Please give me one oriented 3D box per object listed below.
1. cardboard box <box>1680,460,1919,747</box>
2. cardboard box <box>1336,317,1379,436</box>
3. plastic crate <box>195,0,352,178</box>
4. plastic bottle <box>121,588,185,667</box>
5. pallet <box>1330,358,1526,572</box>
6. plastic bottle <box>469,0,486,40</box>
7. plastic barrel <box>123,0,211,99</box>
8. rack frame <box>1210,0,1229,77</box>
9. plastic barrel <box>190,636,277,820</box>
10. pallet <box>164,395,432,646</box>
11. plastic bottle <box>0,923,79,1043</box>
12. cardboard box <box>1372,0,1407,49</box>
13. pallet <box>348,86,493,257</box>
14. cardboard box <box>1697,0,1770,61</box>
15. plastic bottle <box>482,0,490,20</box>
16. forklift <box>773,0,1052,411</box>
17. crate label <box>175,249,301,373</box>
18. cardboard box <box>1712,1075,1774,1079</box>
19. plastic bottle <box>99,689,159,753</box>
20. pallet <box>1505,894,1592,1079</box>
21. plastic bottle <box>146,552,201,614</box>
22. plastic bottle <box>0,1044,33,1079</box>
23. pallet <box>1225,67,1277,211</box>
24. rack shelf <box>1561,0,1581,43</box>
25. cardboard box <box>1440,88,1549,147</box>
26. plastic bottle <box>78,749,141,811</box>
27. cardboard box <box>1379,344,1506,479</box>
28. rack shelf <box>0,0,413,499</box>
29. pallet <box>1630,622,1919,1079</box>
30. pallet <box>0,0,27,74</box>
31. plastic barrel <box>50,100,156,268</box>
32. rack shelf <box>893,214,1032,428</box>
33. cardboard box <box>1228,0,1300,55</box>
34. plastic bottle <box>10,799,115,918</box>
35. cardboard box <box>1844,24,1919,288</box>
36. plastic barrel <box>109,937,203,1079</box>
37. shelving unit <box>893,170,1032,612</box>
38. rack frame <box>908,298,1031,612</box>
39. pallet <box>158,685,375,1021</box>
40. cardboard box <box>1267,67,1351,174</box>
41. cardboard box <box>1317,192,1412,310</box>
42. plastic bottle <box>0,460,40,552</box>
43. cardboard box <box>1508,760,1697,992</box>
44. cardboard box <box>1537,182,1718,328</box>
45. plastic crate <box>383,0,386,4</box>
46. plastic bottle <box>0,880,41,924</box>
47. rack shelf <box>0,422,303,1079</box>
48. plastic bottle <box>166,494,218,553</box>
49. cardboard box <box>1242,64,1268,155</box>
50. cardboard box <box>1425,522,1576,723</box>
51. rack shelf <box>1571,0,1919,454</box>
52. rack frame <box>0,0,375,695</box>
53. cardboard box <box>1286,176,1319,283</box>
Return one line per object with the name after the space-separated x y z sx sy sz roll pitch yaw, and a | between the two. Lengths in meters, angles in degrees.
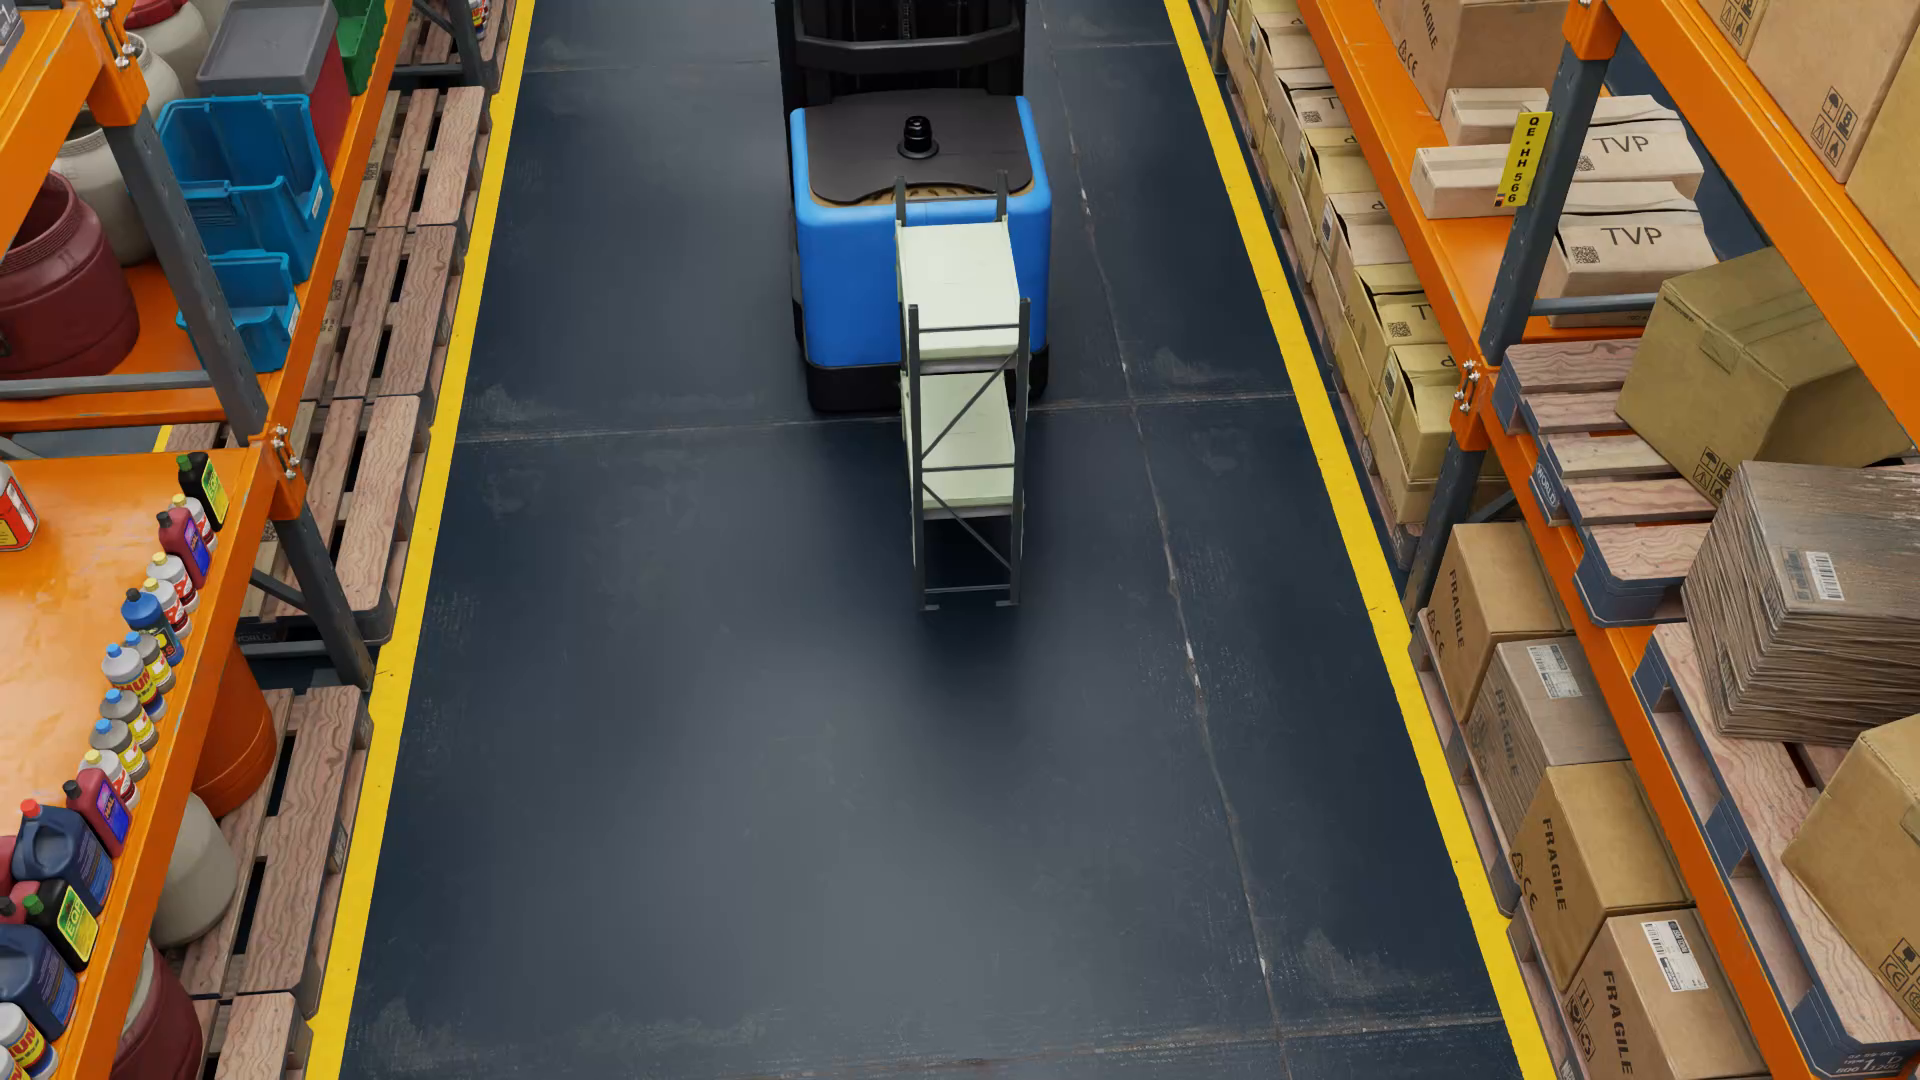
2.282 0.174 4.162 0.700 0.500 0.500 4 47 4 | cardboard box
1.897 -0.707 6.958 0.500 0.250 0.500 -4 47 -4 | cardboard box
-2.536 -1.681 6.232 0.402 0.464 0.583 -3 47 -3 | plastic crate
-2.219 0.232 4.553 0.097 0.271 0.097 0 47 0 | plastic bottle
2.201 -0.409 6.992 1.003 0.211 1.213 -3 47 -3 | pallet
-2.630 -2.836 8.946 0.097 0.271 0.097 0 47 0 | plastic bottle
-3.081 -1.863 6.355 0.433 0.535 0.433 0 47 0 | plastic barrel
1.896 -3.664 8.154 1.000 3.000 0.127 -3 47 -3 | rack frame
-2.647 0.483 5.432 0.600 0.830 0.708 -3 47 -3 | plastic barrel
-2.731 -0.075 6.676 1.003 0.211 1.213 -3 47 -3 | pallet
-2.152 0.987 3.783 0.144 0.351 0.185 -3 47 -3 | plastic bottle
2.030 -2.398 6.886 0.500 0.500 0.500 -3 47 -3 | cardboard box
-2.936 -1.841 8.348 1.003 0.211 1.213 -3 47 -3 | pallet
2.301 -1.522 3.991 0.910 0.500 0.500 -3 47 -3 | cardboard box
-2.647 -2.959 9.111 0.097 0.201 0.097 0 47 0 | plastic bottle
-0.284 -2.639 7.230 1.130 2.935 3.031 -4 47 -4 | forklift
-2.367 -0.741 5.502 0.303 0.233 0.416 -3 47 -3 | crate label
2.164 1.772 4.425 0.500 0.500 0.500 -3 47 -3 | cardboard box
-2.195 0.467 4.378 0.097 0.201 0.097 0 47 0 | plastic bottle
2.355 1.612 5.078 1.003 0.211 1.213 -3 47 -3 | pallet
-2.235 0.115 4.712 0.097 0.201 0.097 0 47 0 | plastic bottle
-2.109 1.186 3.650 0.097 0.271 0.097 0 47 0 | plastic bottle
1.997 -2.174 8.664 1.003 0.211 1.213 -3 47 -3 | pallet
2.064 -3.001 5.956 1.077 0.370 4.000 -3 47 -3 | rack shelf
2.068 -1.603 6.375 0.380 0.149 0.250 0 47 0 | cardboard box
-2.178 0.608 4.245 0.097 0.201 0.097 0 47 0 | plastic bottle
1.942 -0.526 6.400 0.500 0.311 0.500 -2 47 -2 | cardboard box
-2.873 -1.671 6.762 1.077 0.370 4.000 -3 47 -3 | rack shelf
2.398 0.703 4.151 1.003 0.211 1.213 -3 47 -3 | pallet
-2.739 -0.879 3.580 1.003 0.211 1.213 -3 47 -3 | pallet
-3.004 -1.241 5.783 0.421 0.512 0.421 0 47 0 | plastic barrel
-0.001 -0.789 5.927 0.431 0.370 0.720 -3 47 -3 | rack shelf
1.683 -2.741 8.499 0.500 0.311 0.500 -3 47 -3 | cardboard box
-2.179 0.757 4.001 0.144 0.351 0.185 -3 47 -3 | plastic bottle
2.387 -0.777 3.285 0.910 0.500 0.500 -3 47 -3 | cardboard box
-2.553 1.383 4.746 0.600 0.588 0.708 -3 47 -3 | plastic barrel
-0.001 -0.521 6.210 0.431 1.500 0.755 -3 47 -3 | shelving unit
0.030 -0.256 5.959 0.400 1.500 0.023 -3 47 -3 | rack frame
-2.598 1.055 5.605 1.003 0.211 1.213 -3 47 -3 | pallet
1.764 -2.005 7.801 0.500 0.311 0.500 -5 47 -5 | cardboard box
1.852 -1.267 7.102 0.500 0.311 0.500 -4 47 -4 | cardboard box
-2.840 -0.105 4.869 0.152 0.276 0.135 -3 47 -3 | plastic bottle
2.071 1.027 5.130 0.500 0.500 0.500 -4 47 -4 | cardboard box
2.244 -1.005 5.697 0.500 0.311 0.500 -1 47 -1 | cardboard box
-2.638 -2.581 7.139 0.392 0.384 0.575 -3 47 -3 | plastic crate
-2.185 0.896 3.916 0.061 0.283 0.133 -3 47 -3 | plastic bottle
-2.538 1.223 4.021 1.077 0.370 4.000 -3 47 -3 | rack shelf
-2.255 -0.052 4.870 0.097 0.201 0.097 0 47 0 | plastic bottle
1.725 -2.186 8.359 0.500 0.250 0.500 -2 47 -2 | cardboard box
1.984 0.285 5.833 0.500 0.500 0.500 -2 47 -2 | cardboard box
2.399 -0.107 3.215 1.077 0.370 4.000 -3 47 -3 | rack shelf
-2.705 -0.471 5.131 1.000 3.000 0.127 -3 47 -3 | rack frame
1.812 -1.443 7.655 0.500 0.250 0.500 -3 47 -3 | cardboard box
